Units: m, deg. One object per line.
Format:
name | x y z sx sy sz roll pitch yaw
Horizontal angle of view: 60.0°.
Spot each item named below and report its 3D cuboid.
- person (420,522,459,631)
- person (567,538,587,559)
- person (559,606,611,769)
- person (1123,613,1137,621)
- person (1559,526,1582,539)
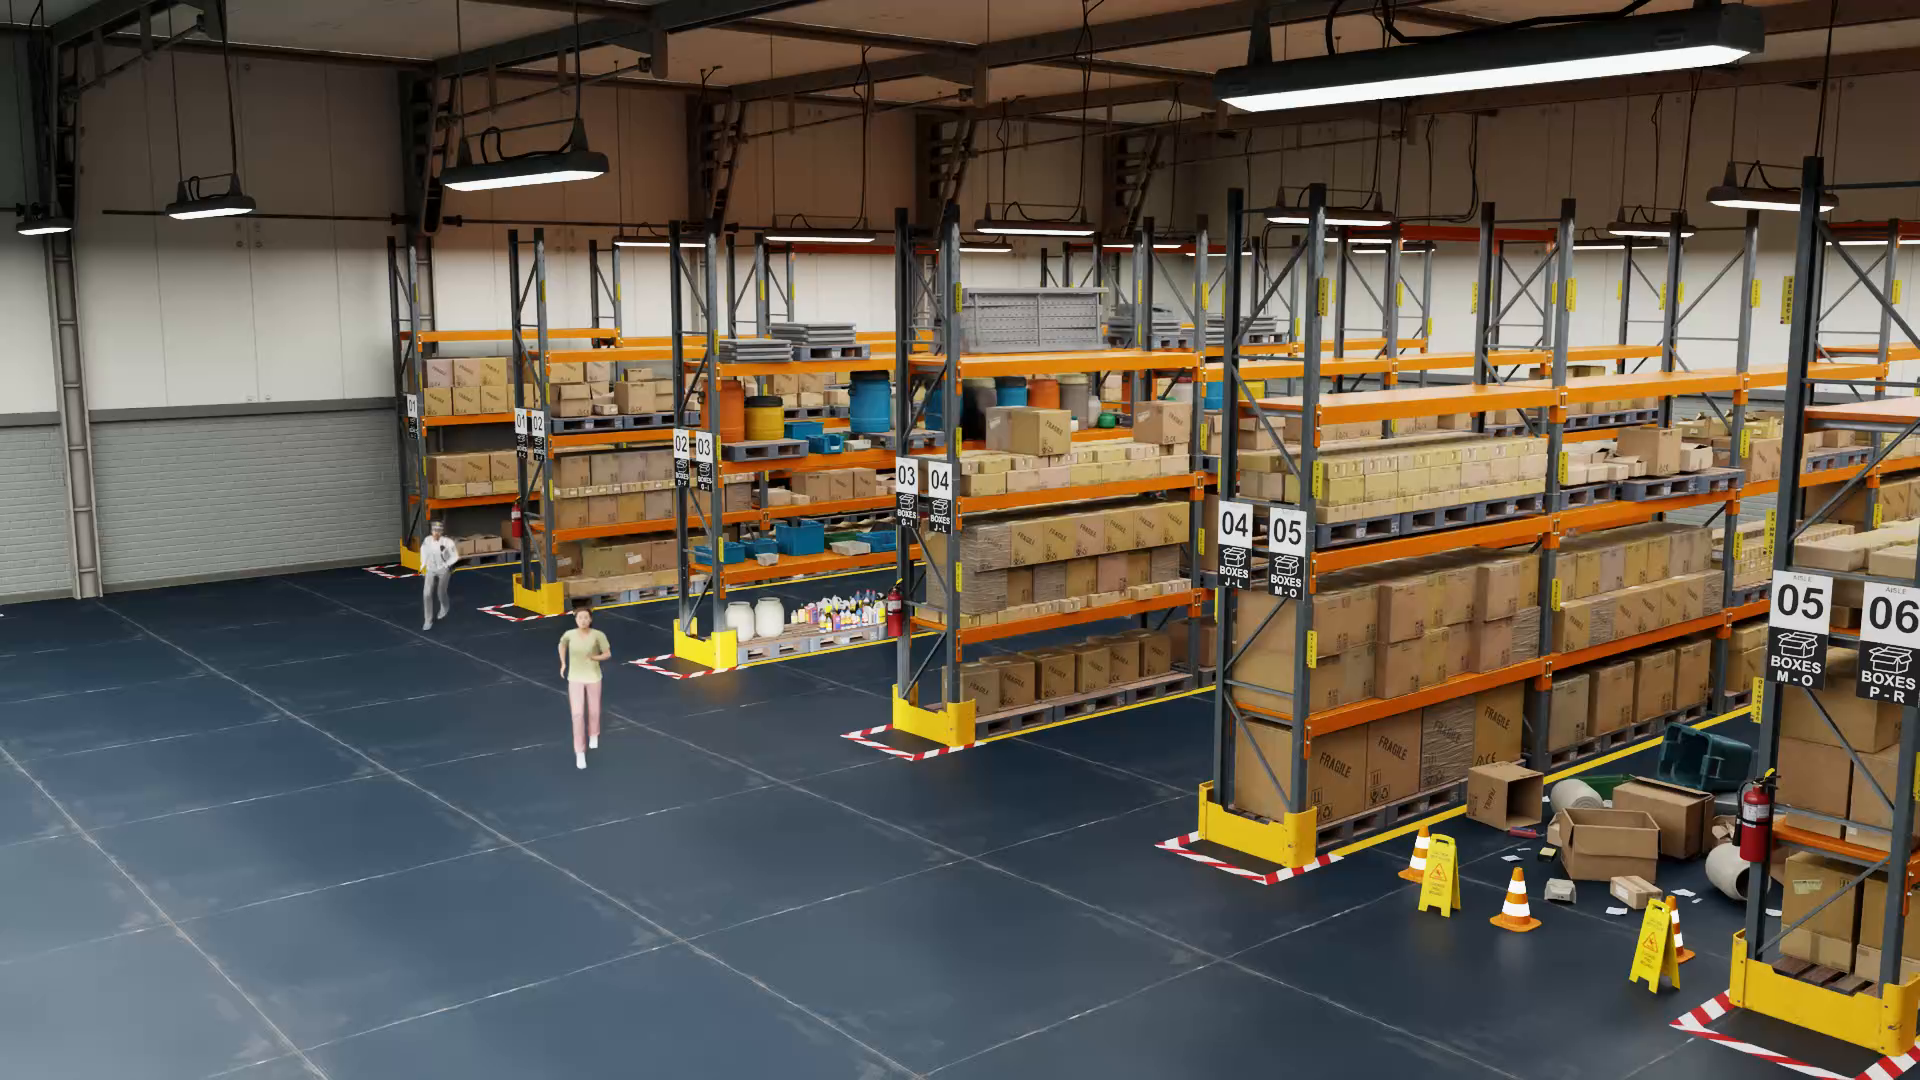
person | -7.897 0.488 25.309 0.613 1.633 0.961 0 9 0
person | -6.605 -0.129 28.640 0.700 1.754 0.989 8 12 41
person | -4.076 1.549 18.118 0.563 1.687 0.919 -2 9 -12
person | 2.457 0.333 24.228 0.602 1.722 0.652 -9 12 -44
person | 8.995 0.541 24.596 0.663 1.734 0.600 8 12 42
